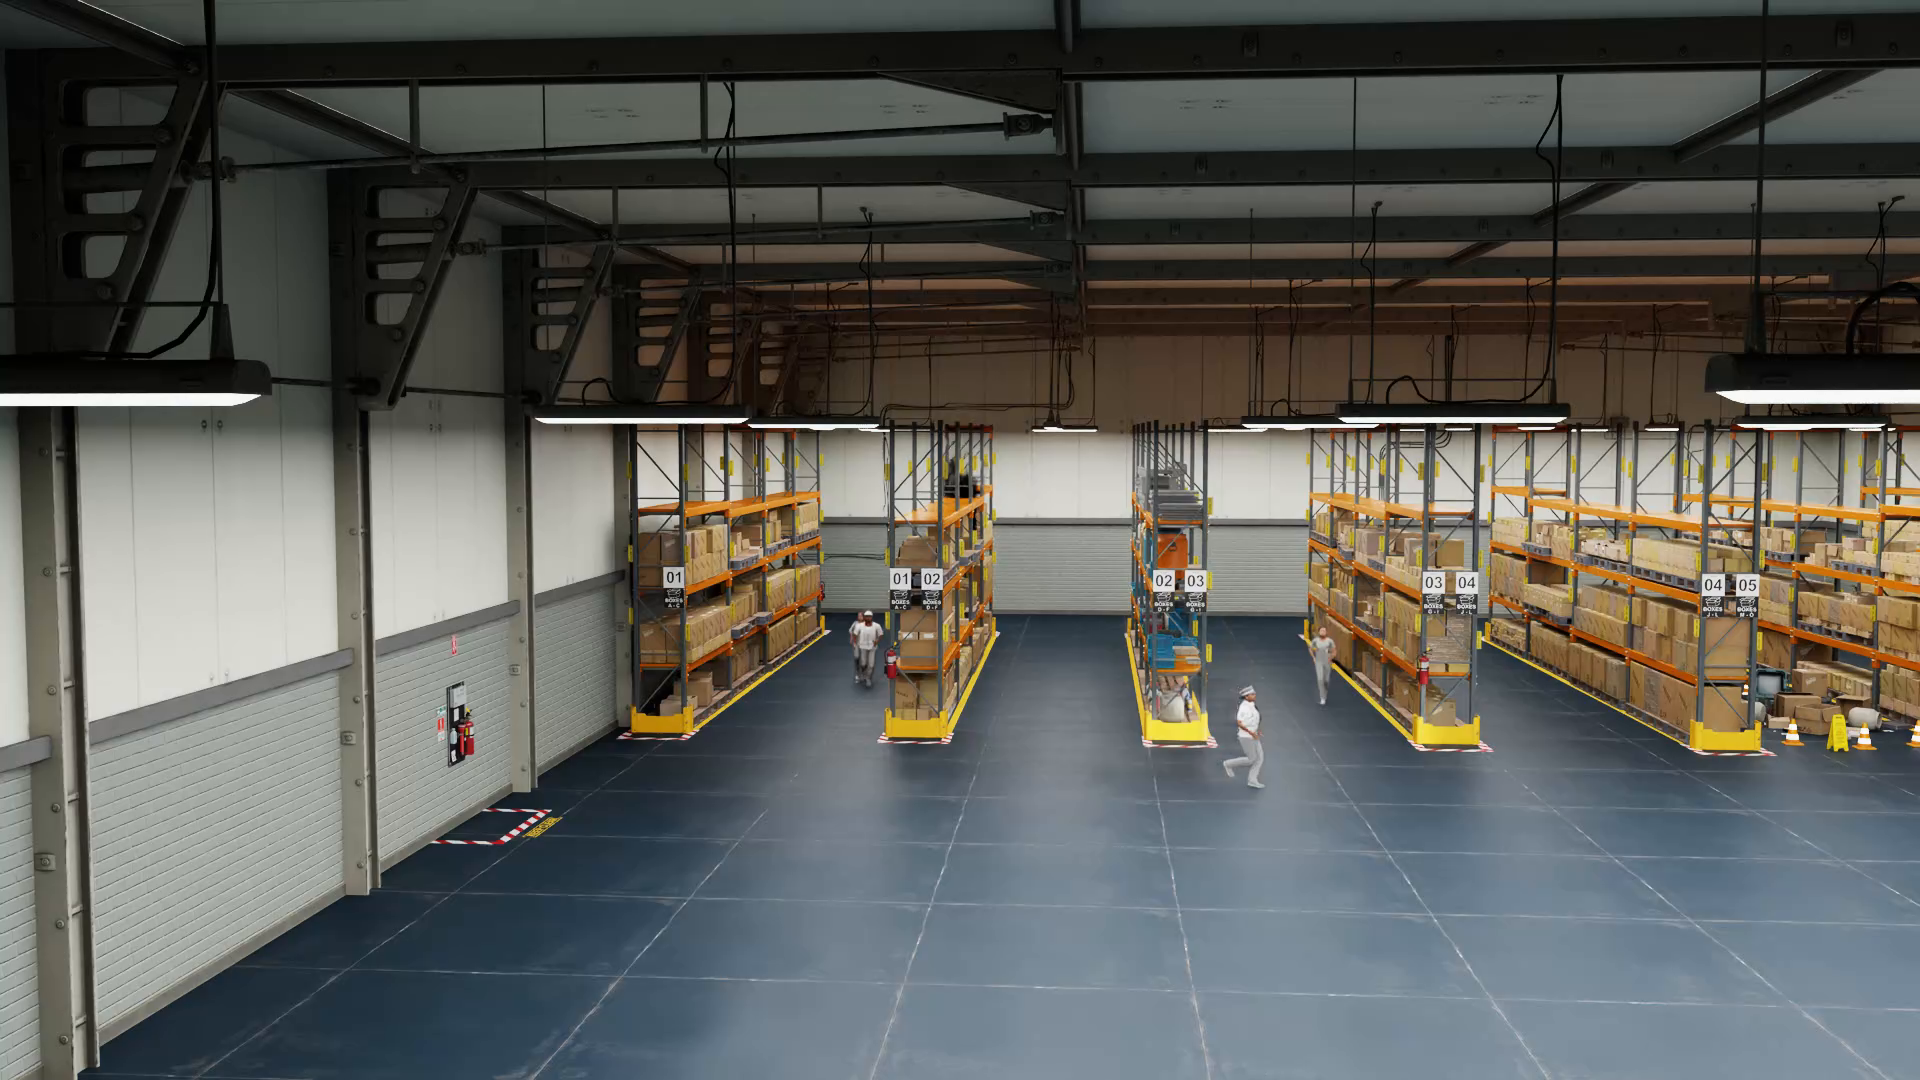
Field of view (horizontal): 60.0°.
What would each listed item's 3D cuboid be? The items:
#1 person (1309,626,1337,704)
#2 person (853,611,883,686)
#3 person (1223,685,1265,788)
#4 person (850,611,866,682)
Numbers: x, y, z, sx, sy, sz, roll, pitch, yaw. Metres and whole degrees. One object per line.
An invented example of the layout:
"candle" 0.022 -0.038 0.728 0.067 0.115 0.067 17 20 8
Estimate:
"person" 7.754 2.648 35.564 0.579 1.651 0.790 1 4 9
"person" -2.092 2.469 37.847 0.699 1.722 0.580 0 4 -2
"person" 4.647 3.188 27.069 0.672 1.672 0.582 2 4 25
"person" -2.321 2.475 38.685 0.493 1.644 0.710 0 4 -3
